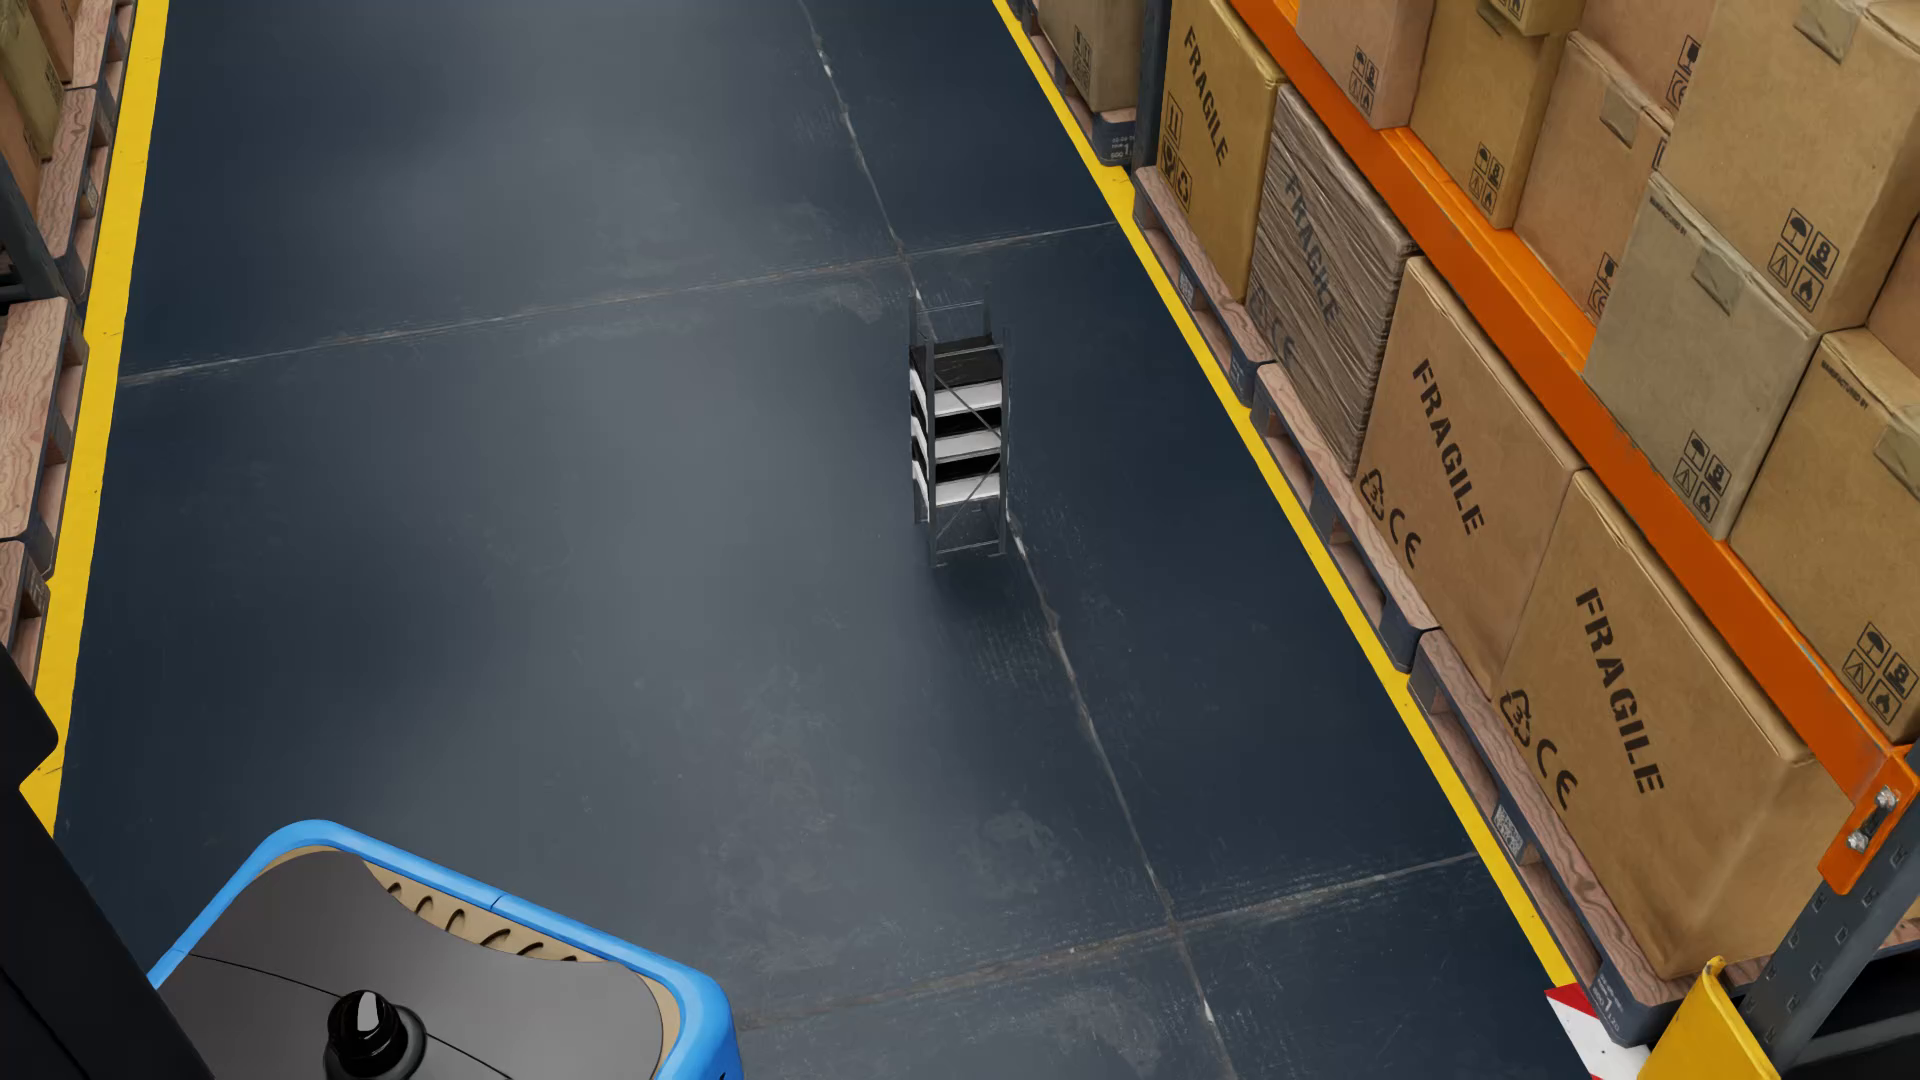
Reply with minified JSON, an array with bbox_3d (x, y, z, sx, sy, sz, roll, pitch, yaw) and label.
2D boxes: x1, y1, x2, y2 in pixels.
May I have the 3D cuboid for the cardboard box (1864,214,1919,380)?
[{"bbox_3d":[2.146,-0.472,2.751,0.875,0.550,0.550,-11,47,-10],"label":"cardboard box"}]

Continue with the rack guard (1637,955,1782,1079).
[{"bbox_3d":[2.210,1.114,3.809,1.175,0.500,0.348,-11,47,-10],"label":"rack guard"}]

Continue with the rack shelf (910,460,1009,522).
[{"bbox_3d":[-0.002,-0.171,5.086,0.258,0.077,0.200,-11,47,-10],"label":"rack shelf"}]

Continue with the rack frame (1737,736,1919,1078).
[{"bbox_3d":[2.201,0.223,2.932,0.949,2.616,0.053,-11,47,-10],"label":"rack frame"}]

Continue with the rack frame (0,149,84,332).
[{"bbox_3d":[-3.641,-1.703,4.818,1.000,3.000,0.127,-11,47,-10],"label":"rack frame"}]

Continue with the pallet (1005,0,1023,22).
[{"bbox_3d":[0.594,-2.926,7.970,1.003,0.211,1.213,-11,47,-10],"label":"pallet"}]

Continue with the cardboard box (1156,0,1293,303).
[{"bbox_3d":[1.273,-1.496,5.809,0.875,0.875,0.875,-10,46,-10],"label":"cardboard box"}]

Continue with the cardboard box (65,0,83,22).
[{"bbox_3d":[-4.168,-2.514,7.055,0.700,0.500,0.500,-7,46,-7],"label":"cardboard box"}]

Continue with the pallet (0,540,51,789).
[{"bbox_3d":[-3.119,0.575,4.539,1.003,0.211,1.213,-11,47,-10],"label":"pallet"}]

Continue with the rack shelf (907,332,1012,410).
[{"bbox_3d":[-0.002,-0.486,4.765,0.258,0.077,0.200,-11,47,-10],"label":"rack shelf"}]

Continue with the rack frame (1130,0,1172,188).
[{"bbox_3d":[1.180,-2.540,5.639,1.000,3.000,0.127,-11,47,-10],"label":"rack frame"}]

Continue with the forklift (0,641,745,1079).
[{"bbox_3d":[-1.444,1.353,1.872,1.130,2.935,3.031,17,48,16],"label":"forklift"}]

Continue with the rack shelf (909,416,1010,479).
[{"bbox_3d":[-0.002,-0.297,4.958,0.258,0.077,0.200,-11,47,-10],"label":"rack shelf"}]

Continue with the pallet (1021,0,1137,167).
[{"bbox_3d":[0.909,-2.083,7.143,1.003,0.211,1.213,-11,47,-10],"label":"pallet"}]

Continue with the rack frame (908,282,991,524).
[{"bbox_3d":[-0.028,-0.391,5.003,0.240,0.900,0.006,-11,47,-10],"label":"rack frame"}]

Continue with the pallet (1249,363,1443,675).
[{"bbox_3d":[1.615,-0.180,5.279,1.003,0.211,1.213,-11,47,-10],"label":"pallet"}]

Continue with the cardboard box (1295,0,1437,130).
[{"bbox_3d":[1.473,-1.570,4.583,0.875,0.550,0.550,-11,47,-10],"label":"cardboard box"}]

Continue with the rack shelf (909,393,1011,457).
[{"bbox_3d":[-0.002,-0.360,4.894,0.258,0.077,0.200,-11,47,-10],"label":"rack shelf"}]

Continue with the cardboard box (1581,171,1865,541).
[{"bbox_3d":[1.903,-0.454,3.490,0.875,0.550,0.550,-11,47,-10],"label":"cardboard box"}]

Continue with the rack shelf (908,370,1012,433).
[{"bbox_3d":[-0.002,-0.423,4.829,0.258,0.077,0.200,-11,47,-10],"label":"rack shelf"}]

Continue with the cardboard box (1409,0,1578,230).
[{"bbox_3d":[1.706,-1.222,4.242,0.875,0.550,0.500,-11,47,-10],"label":"cardboard box"}]

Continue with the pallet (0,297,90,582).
[{"bbox_3d":[-3.435,-0.269,5.366,1.003,0.211,1.213,-11,47,-10],"label":"pallet"}]

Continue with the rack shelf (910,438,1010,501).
[{"bbox_3d":[-0.002,-0.234,5.022,0.258,0.077,0.200,-11,47,-10],"label":"rack shelf"}]

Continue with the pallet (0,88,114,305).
[{"bbox_3d":[-3.841,-1.264,6.341,1.003,0.211,1.213,-11,47,-10],"label":"pallet"}]

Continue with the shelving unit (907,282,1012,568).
[{"bbox_3d":[-0.002,-0.321,4.934,0.258,0.900,0.210,-11,47,-10],"label":"shelving unit"}]

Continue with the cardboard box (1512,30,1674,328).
[{"bbox_3d":[1.881,-0.864,3.891,0.875,0.550,0.550,-11,47,-10],"label":"cardboard box"}]

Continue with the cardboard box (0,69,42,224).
[{"bbox_3d":[-3.777,-1.409,5.973,0.700,0.500,0.500,-14,47,-13],"label":"cardboard box"}]

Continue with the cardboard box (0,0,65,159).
[{"bbox_3d":[-3.881,-1.742,6.299,0.700,0.500,0.500,-11,47,-11],"label":"cardboard box"}]

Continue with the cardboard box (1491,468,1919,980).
[{"bbox_3d":[1.966,0.363,3.988,0.875,0.875,0.875,-10,47,-10],"label":"cardboard box"}]

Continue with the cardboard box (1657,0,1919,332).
[{"bbox_3d":[1.916,-0.835,3.107,0.875,0.550,0.550,-11,47,-10],"label":"cardboard box"}]

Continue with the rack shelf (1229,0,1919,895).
[{"bbox_3d":[1.692,-0.907,4.542,1.077,0.370,4.000,-11,47,-10],"label":"rack shelf"}]

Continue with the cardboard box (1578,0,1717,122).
[{"bbox_3d":[1.904,-1.246,3.510,0.875,0.550,0.550,-11,47,-10],"label":"cardboard box"}]

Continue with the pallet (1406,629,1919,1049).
[{"bbox_3d":[1.924,0.660,4.455,1.003,0.211,1.213,-11,47,-10],"label":"pallet"}]

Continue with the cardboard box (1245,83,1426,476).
[{"bbox_3d":[1.508,-0.874,5.200,0.875,0.875,0.875,-10,46,-10],"label":"cardboard box"}]

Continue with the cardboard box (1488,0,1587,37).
[{"bbox_3d":[1.643,-1.588,3.845,0.875,0.550,0.500,-11,47,-10],"label":"cardboard box"}]

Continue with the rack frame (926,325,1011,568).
[{"bbox_3d":[0.024,-0.250,4.865,0.240,0.900,0.006,-11,47,-10],"label":"rack frame"}]

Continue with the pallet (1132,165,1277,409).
[{"bbox_3d":[1.299,-1.024,6.106,1.003,0.211,1.213,-11,47,-10],"label":"pallet"}]

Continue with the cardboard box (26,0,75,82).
[{"bbox_3d":[-4.025,-2.128,6.678,0.700,0.500,0.500,-14,47,-14],"label":"cardboard box"}]

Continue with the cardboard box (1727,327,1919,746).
[{"bbox_3d":[2.065,-0.078,3.122,0.875,0.550,0.550,-11,47,-10],"label":"cardboard box"}]

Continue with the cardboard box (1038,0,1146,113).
[{"bbox_3d":[0.934,-2.311,6.696,1.050,0.750,0.750,-11,47,-11],"label":"cardboard box"}]

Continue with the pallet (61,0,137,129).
[{"bbox_3d":[-4.157,-2.108,7.168,1.003,0.211,1.213,-11,47,-10],"label":"pallet"}]

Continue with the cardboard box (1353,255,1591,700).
[{"bbox_3d":[1.739,-0.244,4.583,0.875,0.875,0.875,-11,47,-11],"label":"cardboard box"}]
